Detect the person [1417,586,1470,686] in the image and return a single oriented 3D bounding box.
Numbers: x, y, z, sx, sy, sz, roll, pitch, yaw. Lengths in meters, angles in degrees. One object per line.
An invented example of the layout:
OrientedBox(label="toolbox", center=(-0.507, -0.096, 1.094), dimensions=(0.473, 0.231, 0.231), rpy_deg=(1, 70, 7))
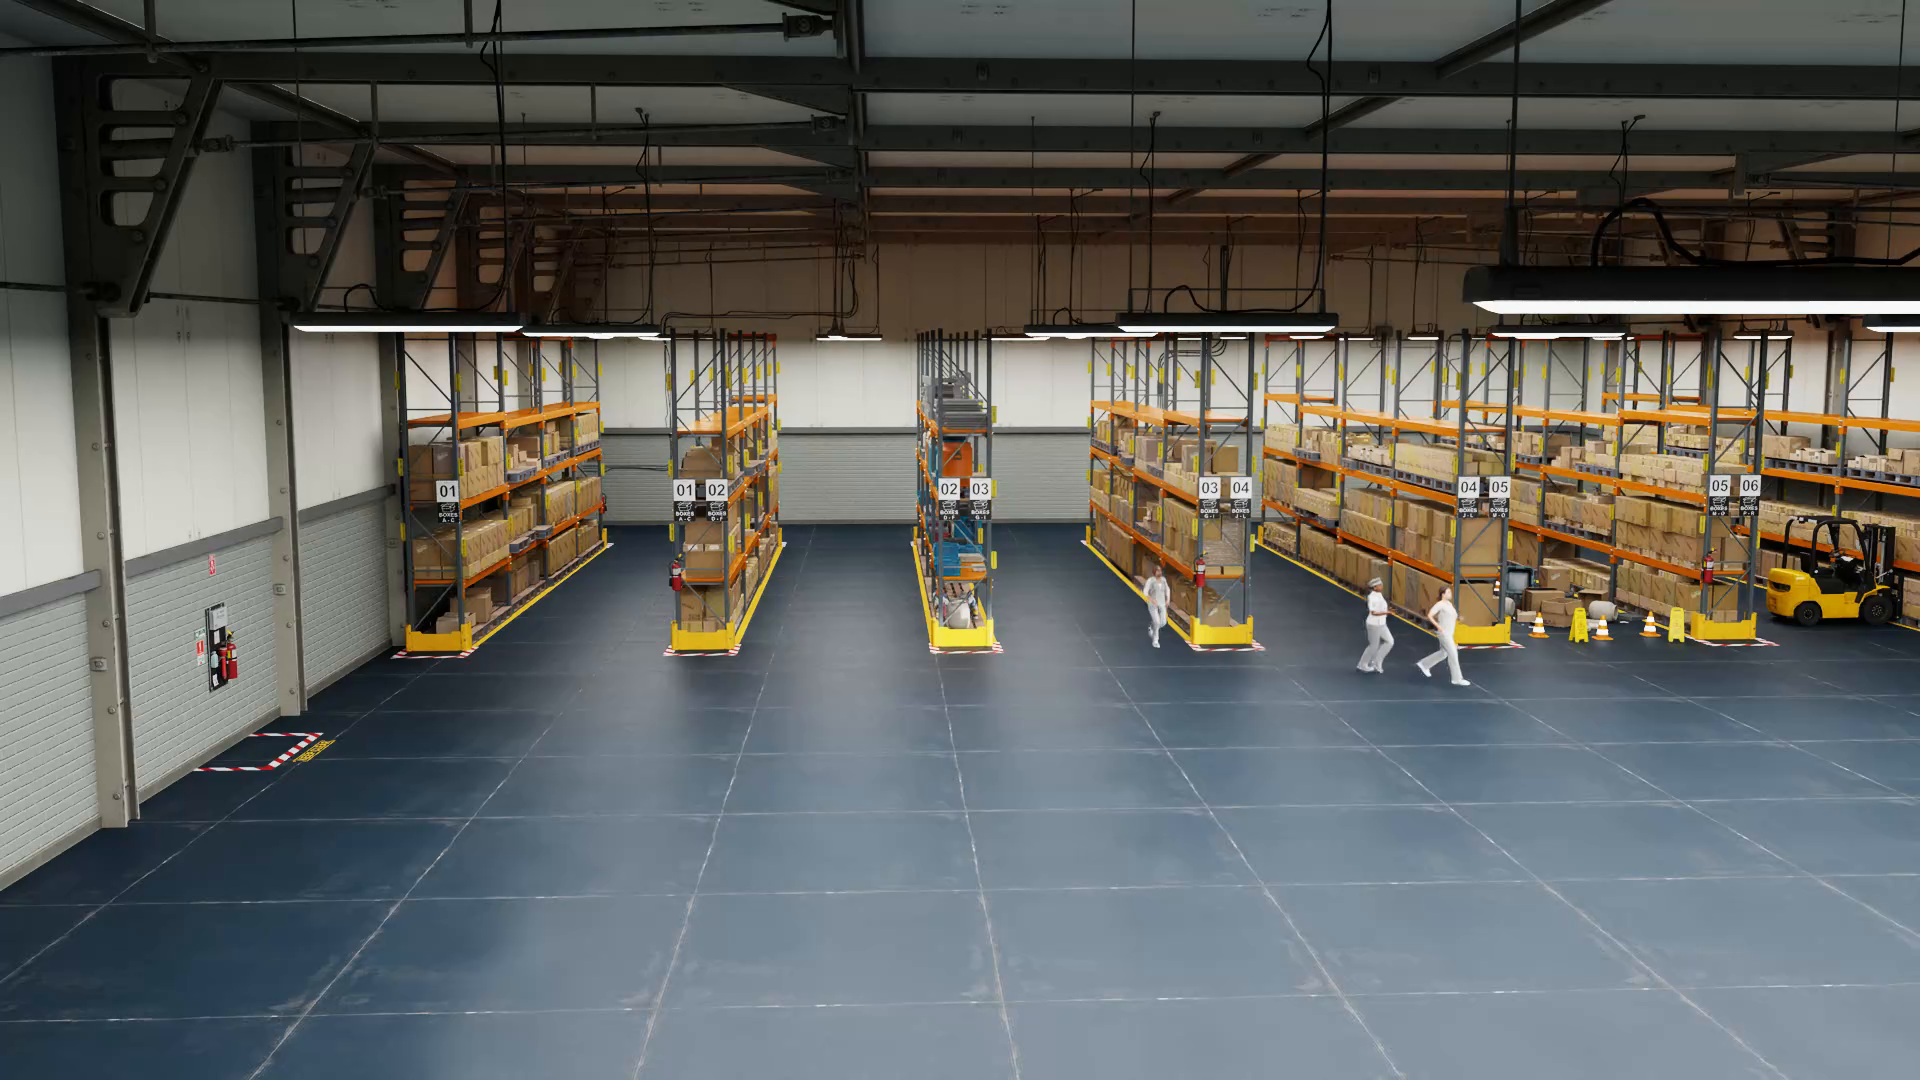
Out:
OrientedBox(label="person", center=(8.155, 1.583, 28.002), dimensions=(0.960, 1.646, 0.570), rpy_deg=(5, 8, 37))

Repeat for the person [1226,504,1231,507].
OrientedBox(label="person", center=(7.526, -0.499, 45.570), dimensions=(0.720, 1.736, 0.680), rpy_deg=(-1, 7, -4))

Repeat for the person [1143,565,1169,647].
OrientedBox(label="person", center=(3.730, 1.251, 31.596), dimensions=(0.581, 1.542, 0.578), rpy_deg=(-3, 7, -21))

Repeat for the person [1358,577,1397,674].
OrientedBox(label="person", center=(7.269, 1.497, 28.886), dimensions=(0.660, 1.722, 0.555), rpy_deg=(4, 8, 31))
